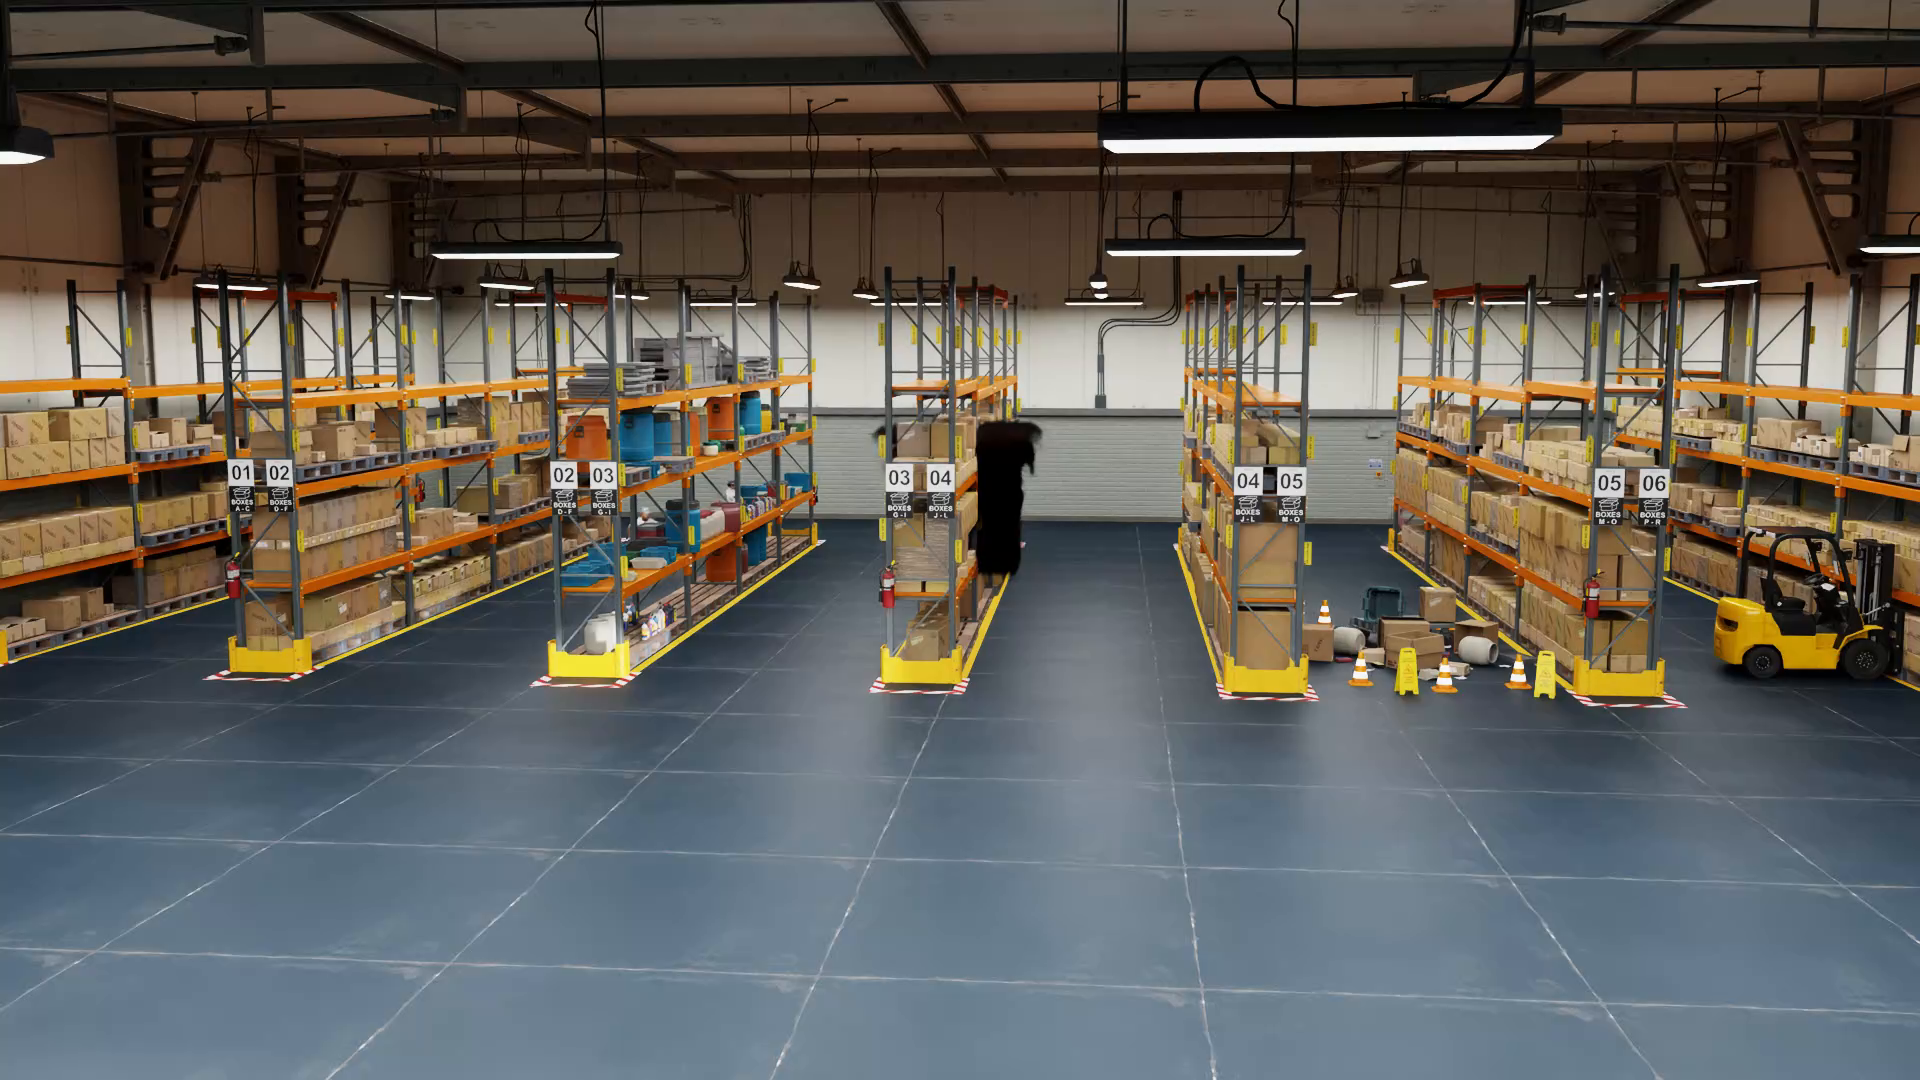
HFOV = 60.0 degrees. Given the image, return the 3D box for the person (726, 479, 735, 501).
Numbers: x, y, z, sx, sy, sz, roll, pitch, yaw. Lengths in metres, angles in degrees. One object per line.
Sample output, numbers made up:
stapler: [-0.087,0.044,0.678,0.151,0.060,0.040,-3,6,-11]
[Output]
person: [-5.400,-0.626,39.502,0.366,1.667,0.564,0,7,-3]

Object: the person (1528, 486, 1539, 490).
person: [14.022,-0.795,40.641,1.093,1.736,0.631,0,7,0]

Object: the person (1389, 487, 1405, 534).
person: [11.102,-0.951,42.129,0.500,1.685,0.423,-1,7,-12]

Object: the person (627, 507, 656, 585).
person: [-6.335,0.142,33.132,0.644,1.617,1.028,1,7,8]
